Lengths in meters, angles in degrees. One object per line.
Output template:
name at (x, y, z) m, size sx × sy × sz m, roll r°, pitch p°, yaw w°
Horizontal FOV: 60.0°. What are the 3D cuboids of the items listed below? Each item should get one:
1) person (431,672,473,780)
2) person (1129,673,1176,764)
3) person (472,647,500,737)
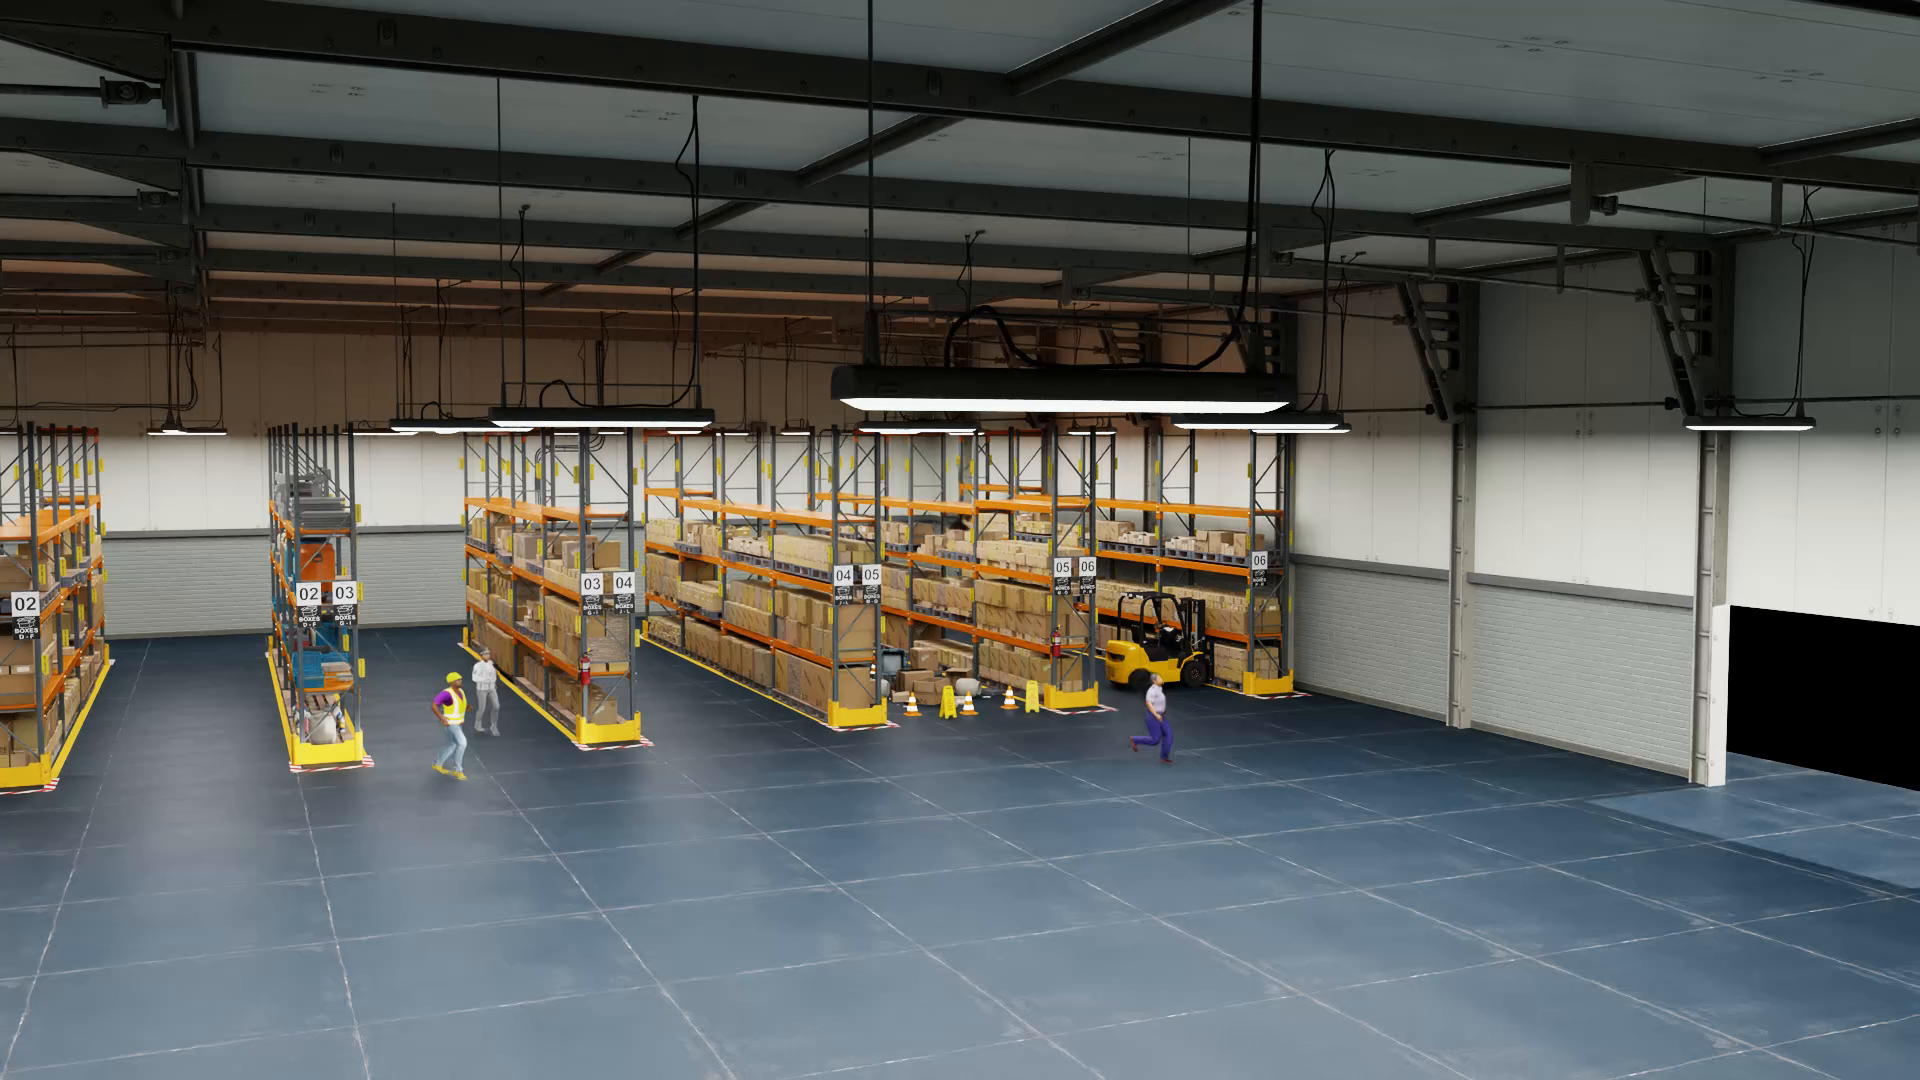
person at (-8.588, 3.139, 28.062) m, size 0.717 × 1.839 × 0.721 m, roll 1°, pitch 4°, yaw 8°
person at (3.419, 3.187, 29.340) m, size 0.794 × 1.542 × 0.602 m, roll 1°, pitch 4°, yaw 22°
person at (-9.139, 2.926, 32.059) m, size 0.594 × 1.753 × 0.753 m, roll -3°, pitch 5°, yaw -43°
